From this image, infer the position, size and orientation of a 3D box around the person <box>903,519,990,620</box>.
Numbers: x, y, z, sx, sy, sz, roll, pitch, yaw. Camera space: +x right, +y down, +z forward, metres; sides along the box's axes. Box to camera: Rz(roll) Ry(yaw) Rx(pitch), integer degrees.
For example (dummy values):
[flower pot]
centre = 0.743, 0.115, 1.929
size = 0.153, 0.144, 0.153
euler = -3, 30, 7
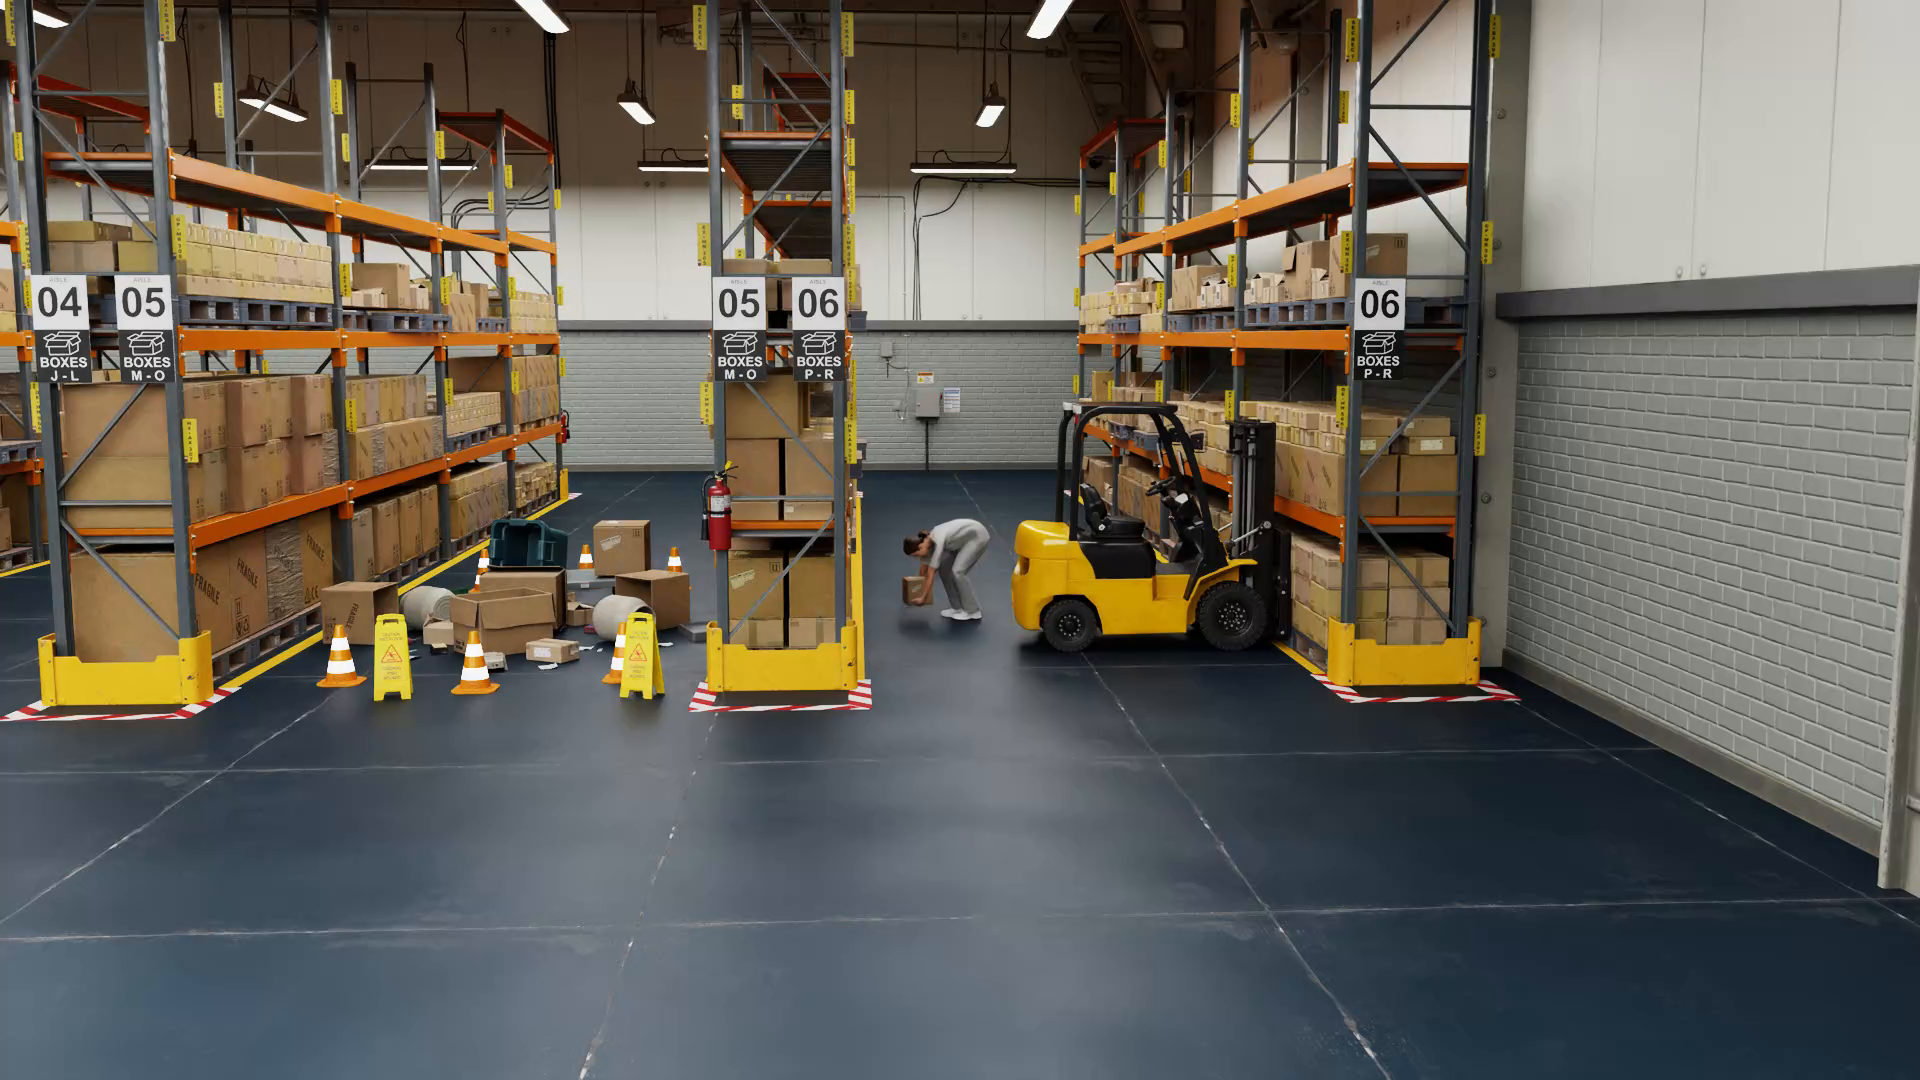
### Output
[person]
centre = -0.136, 0.291, 16.279
size = 0.859, 0.970, 0.450
euler = -2, 7, -18
